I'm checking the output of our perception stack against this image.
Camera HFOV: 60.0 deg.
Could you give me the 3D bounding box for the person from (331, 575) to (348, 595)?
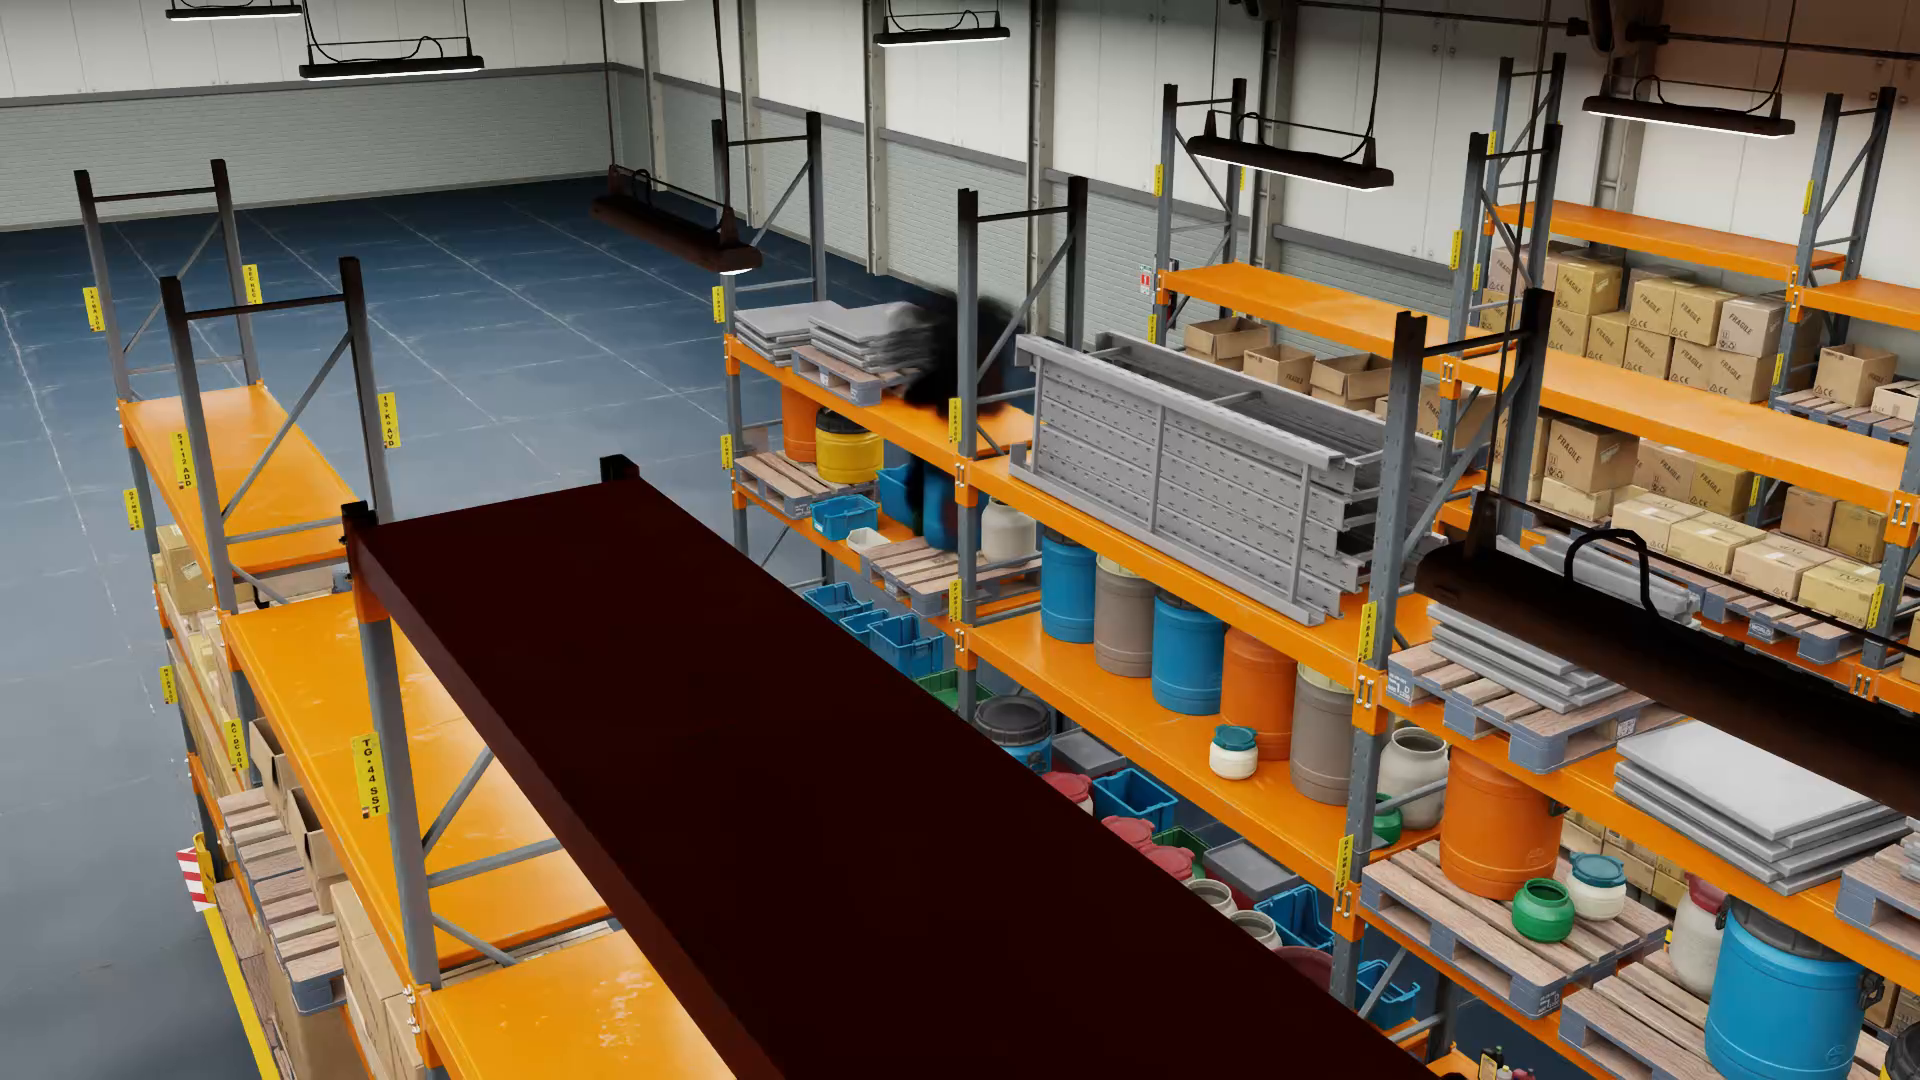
[{"bbox_3d":[-6.001,1.057,16.547,0.557,1.633,0.637,14,26,31],"label":"person"}]
